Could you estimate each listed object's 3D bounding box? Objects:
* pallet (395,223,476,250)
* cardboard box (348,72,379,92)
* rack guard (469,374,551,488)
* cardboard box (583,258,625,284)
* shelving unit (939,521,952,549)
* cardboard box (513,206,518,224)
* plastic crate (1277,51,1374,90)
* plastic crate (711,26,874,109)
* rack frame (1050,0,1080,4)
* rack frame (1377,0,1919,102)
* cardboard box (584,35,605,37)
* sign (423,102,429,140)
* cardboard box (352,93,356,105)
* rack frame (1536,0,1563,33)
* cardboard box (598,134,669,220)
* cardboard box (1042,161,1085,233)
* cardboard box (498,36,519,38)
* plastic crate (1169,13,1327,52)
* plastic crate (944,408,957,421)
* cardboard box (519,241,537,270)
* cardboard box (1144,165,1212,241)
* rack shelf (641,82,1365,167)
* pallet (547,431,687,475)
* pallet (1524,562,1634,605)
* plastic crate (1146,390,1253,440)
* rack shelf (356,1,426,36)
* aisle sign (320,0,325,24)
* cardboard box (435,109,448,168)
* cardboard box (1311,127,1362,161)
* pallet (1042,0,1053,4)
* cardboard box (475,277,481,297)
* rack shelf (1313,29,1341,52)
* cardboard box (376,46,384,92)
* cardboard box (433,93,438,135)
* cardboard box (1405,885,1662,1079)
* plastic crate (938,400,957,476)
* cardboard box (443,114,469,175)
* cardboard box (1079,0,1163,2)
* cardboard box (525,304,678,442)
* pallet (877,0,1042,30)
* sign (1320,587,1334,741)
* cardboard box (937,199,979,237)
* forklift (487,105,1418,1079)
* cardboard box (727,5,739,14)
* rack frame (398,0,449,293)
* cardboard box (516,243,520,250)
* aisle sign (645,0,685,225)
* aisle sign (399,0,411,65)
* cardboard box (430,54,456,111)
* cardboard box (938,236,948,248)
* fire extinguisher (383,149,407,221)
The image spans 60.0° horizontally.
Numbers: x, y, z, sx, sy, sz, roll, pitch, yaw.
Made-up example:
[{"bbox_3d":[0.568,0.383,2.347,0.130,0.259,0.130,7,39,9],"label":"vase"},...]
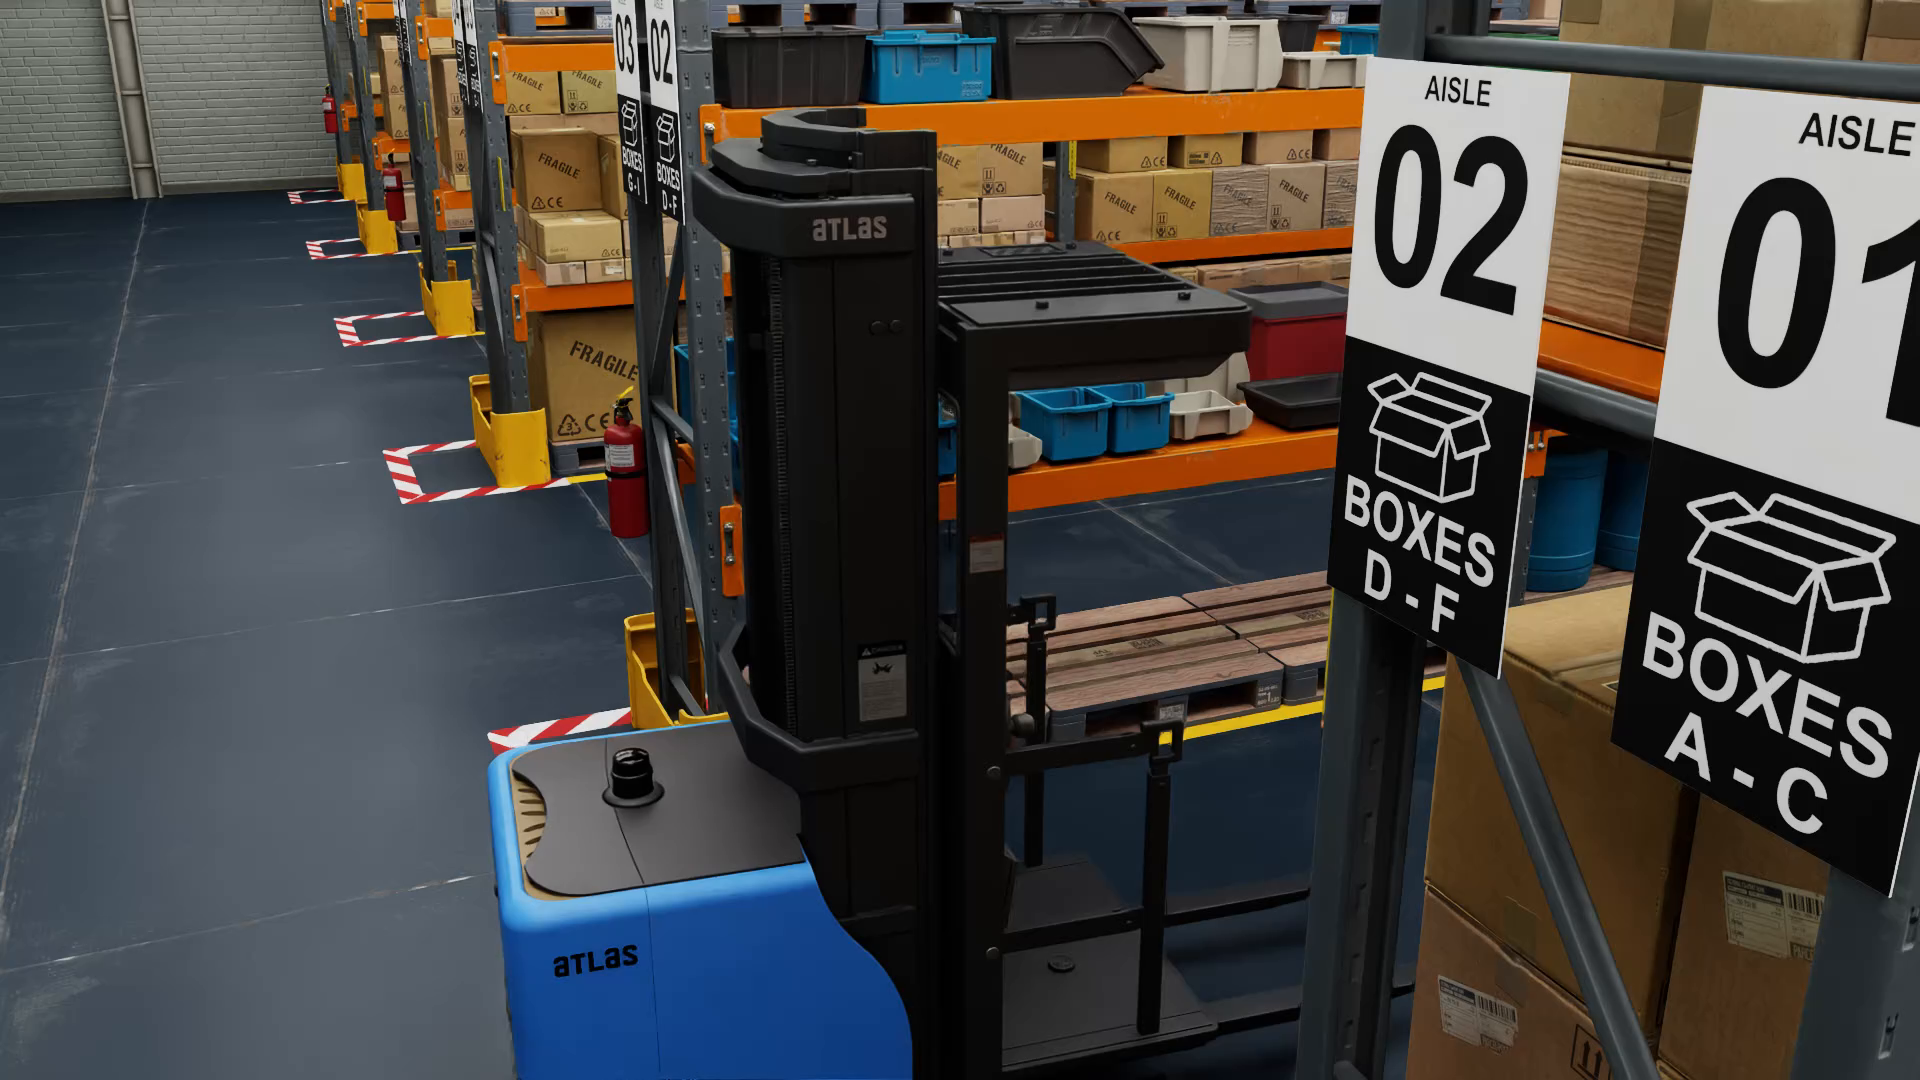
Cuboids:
[{"bbox_3d":[-6.310,-3.790,20.469,1.213,0.211,1.003,-8,21,-22],"label":"pallet"},{"bbox_3d":[-8.665,-6.701,24.314,0.500,0.250,0.500,-8,21,-20],"label":"cardboard box"},{"bbox_3d":[-3.110,-0.772,11.463,0.348,0.500,1.175,-8,21,-22],"label":"rack guard"},{"bbox_3d":[-2.396,-1.816,11.042,0.250,0.149,0.380,-8,21,-23],"label":"cardboard box"},{"bbox_3d":[-0.007,-0.423,9.870,0.210,0.900,0.258,-8,21,-22],"label":"shelving unit"},{"bbox_3d":[-5.610,-4.206,20.678,0.875,0.438,0.875,-8,21,-20],"label":"cardboard box"},{"bbox_3d":[1.530,-1.977,7.002,0.466,0.136,0.293,-8,21,-22],"label":"plastic crate"},{"bbox_3d":[-0.662,-1.763,6.193,0.590,0.269,0.497,-8,21,-22],"label":"plastic crate"},{"bbox_3d":[0.585,-5.310,11.555,0.127,3.000,1.000,-8,21,-22],"label":"rack frame"},{"bbox_3d":[0.833,-1.763,1.479,0.127,3.000,1.000,-8,21,-22],"label":"rack frame"},{"bbox_3d":[-4.456,-6.076,20.129,0.250,0.149,0.380,-8,21,-22],"label":"cardboard box"},{"bbox_3d":[-4.744,-3.723,14.776,0.005,0.325,0.100,-8,21,-22],"label":"sign"},{"bbox_3d":[-8.572,-6.331,23.864,0.250,0.149,0.380,-8,21,-22],"label":"cardboard box"},{"bbox_3d":[2.547,-3.800,7.265,0.127,3.000,1.000,-8,21,-22],"label":"rack frame"},{"bbox_3d":[-2.081,-2.424,11.040,0.500,0.500,0.500,-9,21,-23],"label":"cardboard box"},{"bbox_3d":[0.906,-2.673,12.946,0.500,0.500,0.500,-8,21,-22],"label":"cardboard box"},{"bbox_3d":[-5.380,-5.930,19.714,0.250,0.149,0.380,-8,21,-21],"label":"cardboard box"},{"bbox_3d":[1.298,-2.244,7.558,0.590,0.269,0.497,-8,21,-22],"label":"plastic crate"},{"bbox_3d":[-0.177,-0.544,7.358,0.243,0.136,0.396,-8,21,-22],"label":"plastic crate"},{"bbox_3d":[-2.891,-1.983,11.517,0.250,0.149,0.380,-8,21,-21],"label":"cardboard box"},{"bbox_3d":[1.568,-2.579,12.678,0.500,0.500,0.500,-8,21,-22],"label":"cardboard box"},{"bbox_3d":[0.711,-1.783,7.135,4.000,0.370,1.077,-8,21,-22],"label":"rack shelf"},{"bbox_3d":[-2.384,-0.768,11.886,1.213,0.211,1.003,-8,21,-22],"label":"pallet"},{"bbox_3d":[3.272,0.256,8.977,1.213,0.211,1.003,-8,21,-22],"label":"pallet"},{"bbox_3d":[1.067,-0.554,7.384,0.466,0.136,0.293,-8,21,-22],"label":"plastic crate"},{"bbox_3d":[-5.177,-6.315,20.008,4.000,0.370,1.077,-8,21,-22],"label":"rack shelf"},{"bbox_3d":[-8.929,-7.617,23.226,0.004,0.787,0.394,-8,21,-22],"label":"aisle sign"},{"bbox_3d":[-4.649,-3.805,15.715,0.500,0.500,0.500,-8,21,-21],"label":"cardboard box"},{"bbox_3d":[2.981,-3.351,13.362,0.637,0.503,0.797,-8,21,-21],"label":"cardboard box"},{"bbox_3d":[0.273,-5.519,16.946,1.003,0.211,1.213,-8,21,-22],"label":"pallet"},{"bbox_3d":[-4.559,-2.467,16.171,0.250,0.149,0.380,-8,21,-21],"label":"cardboard box"},{"bbox_3d":[2.422,-3.819,12.920,4.000,0.370,1.077,-8,21,-22],"label":"rack shelf"},{"bbox_3d":[-6.665,-5.631,19.843,0.500,0.500,0.500,-7,21,-20],"label":"cardboard box"},{"bbox_3d":[-6.005,-5.074,19.767,0.500,0.500,0.500,-8,21,-23],"label":"cardboard box"},{"bbox_3d":[1.136,0.878,2.862,0.500,0.500,0.500,-7,21,-20],"label":"cardboard box"},{"bbox_3d":[-0.164,-0.412,6.838,0.300,0.233,0.416,-8,21,-22],"label":"plastic crate"},{"bbox_3d":[-4.438,-3.643,15.253,0.500,0.500,0.500,-7,21,-19],"label":"cardboard box"},{"bbox_3d":[1.114,-4.220,12.192,0.500,0.500,0.700,-8,21,-21],"label":"cardboard box"},{"bbox_3d":[-2.532,-1.259,11.648,0.875,0.875,0.875,-8,21,-22],"label":"cardboard box"},{"bbox_3d":[-0.170,-3.749,11.771,1.213,0.211,1.003,-8,21,-22],"label":"pallet"},{"bbox_3d":[0.631,0.200,2.719,0.005,0.325,0.100,-8,21,-22],"label":"sign"},{"bbox_3d":[-0.191,-2.343,11.939,0.500,0.250,0.500,-7,21,-20],"label":"cardboard box"},{"bbox_3d":[0.149,0.263,4.862,3.031,2.935,1.130,-6,20,-16],"label":"forklift"},{"bbox_3d":[-2.093,-5.142,15.818,0.500,0.250,0.500,-8,21,-22],"label":"cardboard box"},{"bbox_3d":[-4.960,-3.480,15.390,0.127,3.000,1.000,-8,21,-22],"label":"rack frame"},{"bbox_3d":[-4.320,-2.777,16.156,0.250,0.149,0.380,-8,21,-21],"label":"cardboard box"},{"bbox_3d":[-1.074,-1.570,6.051,0.004,0.787,0.394,-8,21,-22],"label":"aisle sign"},{"bbox_3d":[-4.908,-4.606,14.671,0.004,0.787,0.394,-8,21,-22],"label":"aisle sign"},{"bbox_3d":[-4.638,-4.276,15.544,0.500,0.500,0.500,-9,21,-23],"label":"cardboard box"},{"bbox_3d":[-0.273,-2.121,11.907,0.250,0.149,0.380,-8,21,-21],"label":"cardboard box"},{"bbox_3d":[-5.374,-3.376,15.771,0.183,0.674,0.296,-8,21,-22],"label":"fire extinguisher"}]
